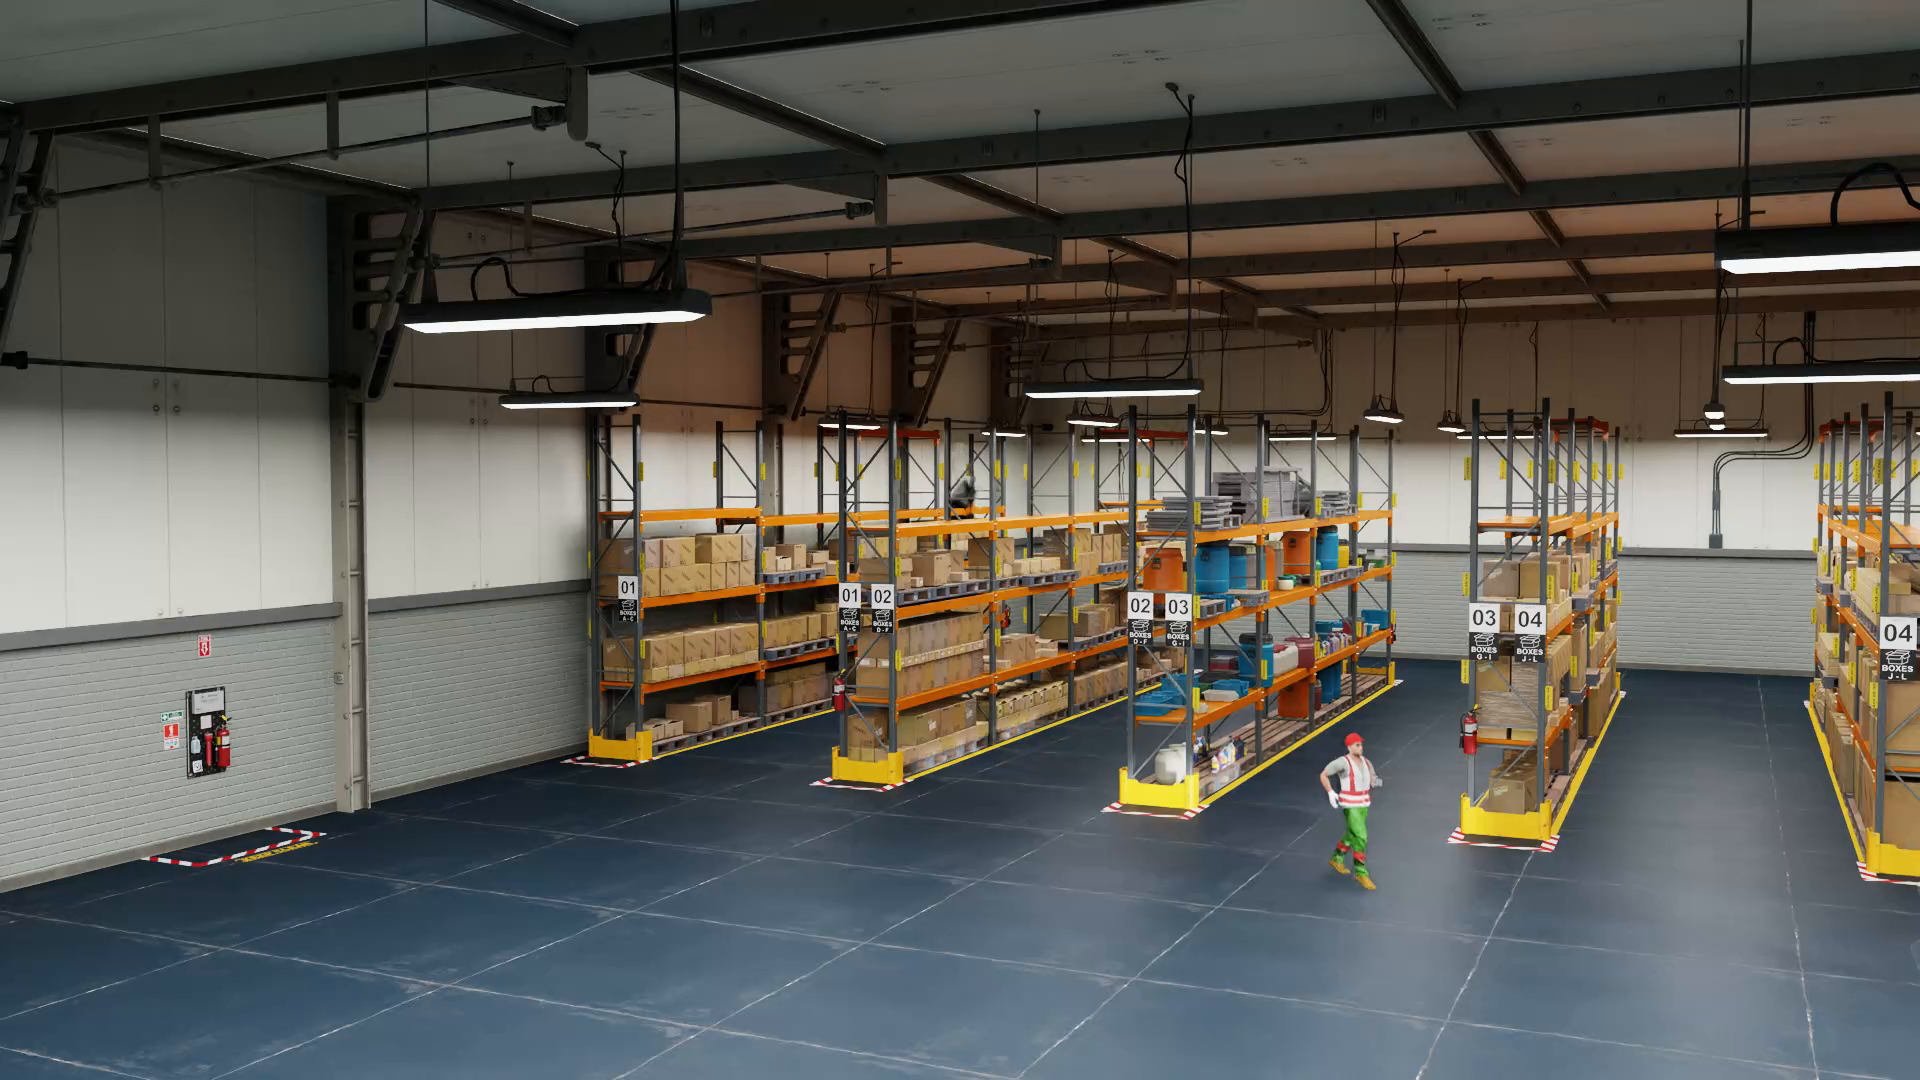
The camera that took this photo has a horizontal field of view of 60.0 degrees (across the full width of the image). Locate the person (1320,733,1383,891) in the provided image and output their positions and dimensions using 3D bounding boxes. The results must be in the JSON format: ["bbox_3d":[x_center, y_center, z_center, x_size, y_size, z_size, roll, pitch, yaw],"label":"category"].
[{"bbox_3d":[4.777,3.260,20.203,0.654,1.834,0.835,-2,3,-37],"label":"person"}]
